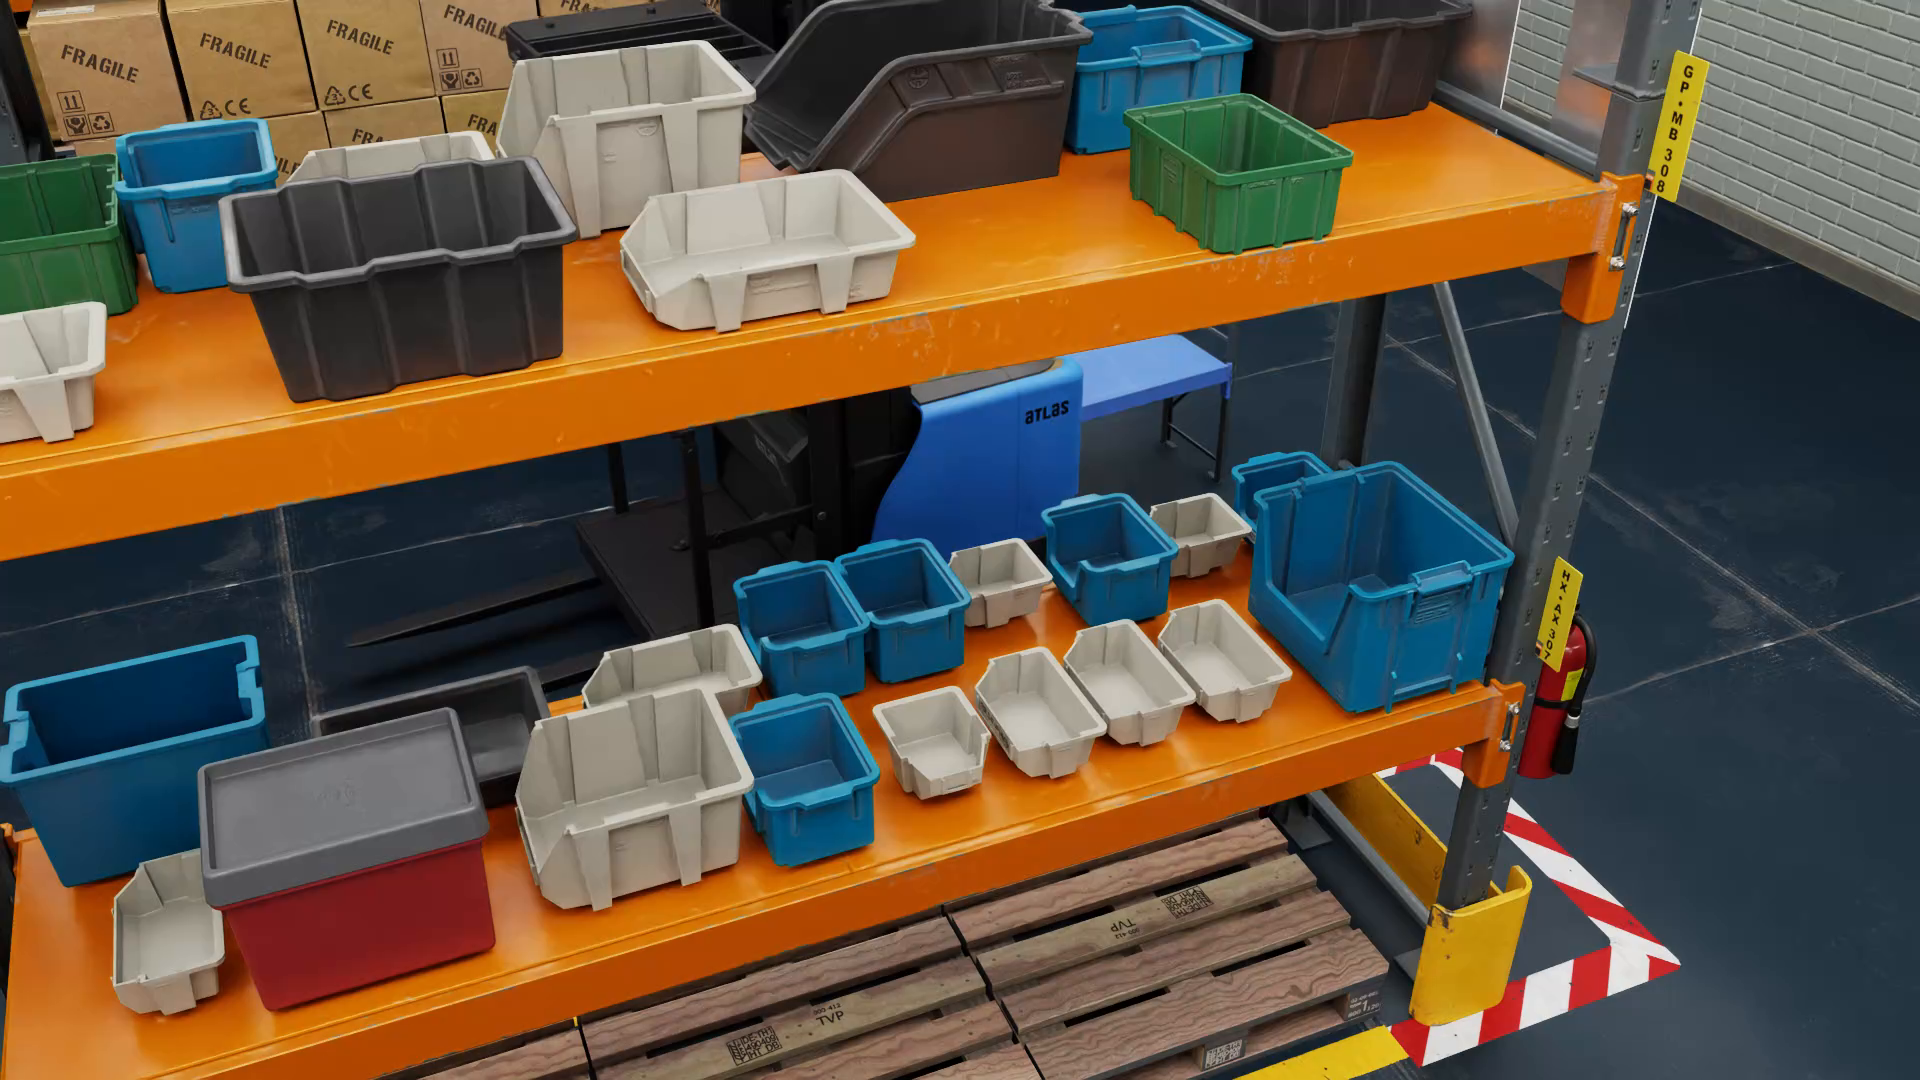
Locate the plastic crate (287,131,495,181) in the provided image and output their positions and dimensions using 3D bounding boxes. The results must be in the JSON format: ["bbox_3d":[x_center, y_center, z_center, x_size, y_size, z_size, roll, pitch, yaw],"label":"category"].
[{"bbox_3d":[-1.260,-0.762,3.663,0.466,0.136,0.293,-13,35,-19],"label":"plastic crate"}]

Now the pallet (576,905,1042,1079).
[{"bbox_3d":[-0.495,1.579,5.130,1.213,0.211,1.003,-13,35,-19],"label":"pallet"}]

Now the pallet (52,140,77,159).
[{"bbox_3d":[-6.802,-2.768,11.810,1.213,0.211,1.003,-13,35,-19],"label":"pallet"}]

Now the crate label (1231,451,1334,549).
[{"bbox_3d":[1.048,-0.069,5.204,0.303,0.233,0.416,-13,35,-19],"label":"crate label"}]

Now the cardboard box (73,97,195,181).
[{"bbox_3d":[-3.624,-1.660,7.459,0.500,0.500,0.500,-12,35,-18],"label":"cardboard box"}]

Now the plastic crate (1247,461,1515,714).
[{"bbox_3d":[1.167,0.124,4.721,0.499,0.435,0.616,-13,35,-19],"label":"plastic crate"}]

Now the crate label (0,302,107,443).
[{"bbox_3d":[-1.722,-0.260,2.891,0.466,0.136,0.293,-13,35,-19],"label":"crate label"}]

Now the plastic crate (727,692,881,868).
[{"bbox_3d":[-0.391,0.607,4.165,0.300,0.233,0.416,-13,35,-19],"label":"plastic crate"}]

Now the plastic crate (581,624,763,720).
[{"bbox_3d":[-0.796,0.411,4.555,0.466,0.136,0.293,-13,35,-19],"label":"plastic crate"}]

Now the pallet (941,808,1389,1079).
[{"bbox_3d":[0.628,1.323,5.523,1.213,0.211,1.003,-13,35,-19],"label":"pallet"}]

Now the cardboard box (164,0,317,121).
[{"bbox_3d":[-3.180,-2.175,7.335,0.500,0.500,0.500,-14,36,-20],"label":"cardboard box"}]

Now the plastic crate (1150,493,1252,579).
[{"bbox_3d":[0.720,-0.002,5.190,0.298,0.136,0.250,-13,35,-19],"label":"plastic crate"}]

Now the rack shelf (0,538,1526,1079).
[{"bbox_3d":[-0.441,0.724,4.547,4.000,0.370,1.077,-13,35,-19],"label":"rack shelf"}]

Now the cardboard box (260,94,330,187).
[{"bbox_3d":[-3.153,-1.769,7.627,0.500,0.500,0.500,-12,35,-18],"label":"cardboard box"}]

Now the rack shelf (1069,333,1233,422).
[{"bbox_3d":[0.723,-0.742,7.844,1.000,0.185,0.538,-17,37,-24],"label":"rack shelf"}]

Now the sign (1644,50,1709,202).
[{"bbox_3d":[1.631,-0.940,3.790,0.005,0.325,0.100,-13,35,-19],"label":"sign"}]

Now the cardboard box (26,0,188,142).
[{"bbox_3d":[-3.656,-2.066,7.167,0.500,0.500,0.500,-12,35,-18],"label":"cardboard box"}]

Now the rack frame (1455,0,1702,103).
[{"bbox_3d":[1.403,-2.515,3.364,0.127,3.000,1.000,-13,35,-19],"label":"rack frame"}]

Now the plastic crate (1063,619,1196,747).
[{"bbox_3d":[0.449,0.402,4.568,0.243,0.136,0.396,-13,35,-19],"label":"plastic crate"}]

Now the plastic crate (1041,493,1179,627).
[{"bbox_3d":[0.441,0.070,4.990,0.300,0.233,0.416,-13,35,-19],"label":"plastic crate"}]

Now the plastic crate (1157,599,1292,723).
[{"bbox_3d":[0.721,0.348,4.651,0.243,0.136,0.396,-13,35,-19],"label":"plastic crate"}]

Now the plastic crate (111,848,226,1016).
[{"bbox_3d":[-1.801,0.903,3.798,0.243,0.136,0.396,-13,35,-19],"label":"plastic crate"}]

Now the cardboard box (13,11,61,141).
[{"bbox_3d":[-6.669,-3.210,11.519,0.750,0.750,0.750,-12,35,-18],"label":"cardboard box"}]

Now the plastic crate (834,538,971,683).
[{"bbox_3d":[-0.166,0.209,4.776,0.300,0.233,0.416,-13,35,-19],"label":"plastic crate"}]

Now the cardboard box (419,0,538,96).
[{"bbox_3d":[-2.230,-2.393,7.669,0.500,0.500,0.500,-12,35,-17],"label":"cardboard box"}]

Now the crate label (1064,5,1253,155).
[{"bbox_3d":[0.427,-1.163,4.173,0.502,0.251,0.408,-13,35,-19],"label":"crate label"}]

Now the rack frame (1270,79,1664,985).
[{"bbox_3d":[1.403,0.000,5.000,0.127,3.000,1.000,-13,35,-19],"label":"rack frame"}]

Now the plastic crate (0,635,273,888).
[{"bbox_3d":[-1.987,0.556,4.105,0.575,0.384,0.392,-13,35,-19],"label":"plastic crate"}]

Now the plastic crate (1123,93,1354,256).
[{"bbox_3d":[0.604,-0.817,3.699,0.336,0.188,0.450,-13,35,-19],"label":"plastic crate"}]

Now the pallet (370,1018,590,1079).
[{"bbox_3d":[-1.622,1.838,4.731,1.213,0.211,1.003,-13,35,-19],"label":"pallet"}]

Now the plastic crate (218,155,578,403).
[{"bbox_3d":[-1.033,-0.483,3.111,0.590,0.269,0.497,-13,35,-19],"label":"plastic crate"}]

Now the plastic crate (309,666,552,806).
[{"bbox_3d":[-1.357,0.563,4.331,0.590,0.125,0.437,-13,35,-19],"label":"plastic crate"}]

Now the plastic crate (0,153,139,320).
[{"bbox_3d":[-2.011,-0.566,3.313,0.662,0.188,0.450,-13,35,-19],"label":"plastic crate"}]

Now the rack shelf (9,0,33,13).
[{"bbox_3d":[-7.964,-3.414,10.906,4.000,0.370,1.077,-13,35,-19],"label":"rack shelf"}]

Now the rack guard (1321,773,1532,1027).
[{"bbox_3d":[1.420,1.036,5.699,0.348,0.500,1.175,-13,35,-19],"label":"rack guard"}]

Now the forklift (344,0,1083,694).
[{"bbox_3d":[-1.009,-0.886,6.425,3.031,2.935,1.130,-17,37,-24],"label":"forklift"}]

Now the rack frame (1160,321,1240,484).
[{"bbox_3d":[1.166,-1.028,7.955,0.032,1.500,0.500,-17,37,-24],"label":"rack frame"}]

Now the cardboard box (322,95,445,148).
[{"bbox_3d":[-2.691,-1.874,7.788,0.500,0.500,0.500,-13,35,-19],"label":"cardboard box"}]

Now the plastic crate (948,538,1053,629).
[{"bbox_3d":[0.095,0.141,4.970,0.298,0.136,0.250,-13,35,-19],"label":"plastic crate"}]

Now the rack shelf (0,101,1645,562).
[{"bbox_3d":[-0.441,-0.534,3.729,4.000,0.370,1.077,-13,35,-19],"label":"rack shelf"}]

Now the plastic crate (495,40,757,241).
[{"bbox_3d":[-0.760,-0.895,3.734,0.530,0.282,0.437,-13,35,-19],"label":"plastic crate"}]

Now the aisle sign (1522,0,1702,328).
[{"bbox_3d":[1.583,-0.958,4.088,0.004,0.787,0.394,-13,35,-19],"label":"aisle sign"}]

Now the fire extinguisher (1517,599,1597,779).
[{"bbox_3d":[1.718,0.385,4.820,0.183,0.674,0.296,-13,35,-19],"label":"fire extinguisher"}]

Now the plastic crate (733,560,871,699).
[{"bbox_3d":[-0.443,0.273,4.679,0.300,0.233,0.416,-13,35,-19],"label":"plastic crate"}]

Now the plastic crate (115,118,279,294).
[{"bbox_3d":[-1.569,-0.696,3.472,0.300,0.233,0.416,-13,35,-19],"label":"plastic crate"}]

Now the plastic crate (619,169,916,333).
[{"bbox_3d":[-0.406,-0.586,3.391,0.530,0.136,0.437,-13,35,-19],"label":"plastic crate"}]

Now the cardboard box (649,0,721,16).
[{"bbox_3d":[-1.280,-2.613,8.008,0.500,0.500,0.500,-12,35,-18],"label":"cardboard box"}]

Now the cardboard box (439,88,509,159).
[{"bbox_3d":[-2.222,-1.982,7.954,0.500,0.500,0.500,-13,35,-20],"label":"cardboard box"}]

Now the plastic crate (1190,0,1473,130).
[{"bbox_3d":[0.940,-1.262,4.308,0.590,0.269,0.497,-13,35,-19],"label":"plastic crate"}]

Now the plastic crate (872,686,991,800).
[{"bbox_3d":[-0.065,0.545,4.348,0.250,0.136,0.298,-13,35,-19],"label":"plastic crate"}]

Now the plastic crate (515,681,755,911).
[{"bbox_3d":[-0.806,0.639,4.071,0.530,0.282,0.437,-13,35,-19],"label":"plastic crate"}]

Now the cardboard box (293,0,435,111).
[{"bbox_3d":[-2.706,-2.284,7.501,0.500,0.500,0.500,-14,36,-20],"label":"cardboard box"}]

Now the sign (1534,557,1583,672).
[{"bbox_3d":[1.631,0.205,4.536,0.005,0.325,0.100,-13,35,-19],"label":"sign"}]

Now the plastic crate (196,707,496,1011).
[{"bbox_3d":[-1.365,0.730,3.764,0.583,0.464,0.402,-13,35,-19],"label":"plastic crate"}]

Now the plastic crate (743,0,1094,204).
[{"bbox_3d":[-0.112,-1.047,3.915,0.767,0.338,0.504,-13,35,-19],"label":"plastic crate"}]

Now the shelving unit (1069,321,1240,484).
[{"bbox_3d":[0.723,-0.892,7.746,1.048,1.500,0.538,-17,37,-24],"label":"shelving unit"}]

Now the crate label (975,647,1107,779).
[{"bbox_3d":[0.201,0.473,4.459,0.243,0.136,0.396,-13,35,-19],"label":"crate label"}]

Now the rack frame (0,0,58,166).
[{"bbox_3d":[-4.199,-1.647,7.531,0.127,3.000,1.000,-13,35,-19],"label":"rack frame"}]

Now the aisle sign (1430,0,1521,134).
[{"bbox_3d":[1.355,-1.254,4.544,0.004,0.787,0.394,-13,35,-19],"label":"aisle sign"}]

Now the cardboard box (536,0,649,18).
[{"bbox_3d":[-1.757,-2.502,7.836,0.500,0.500,0.500,-12,35,-18],"label":"cardboard box"}]
